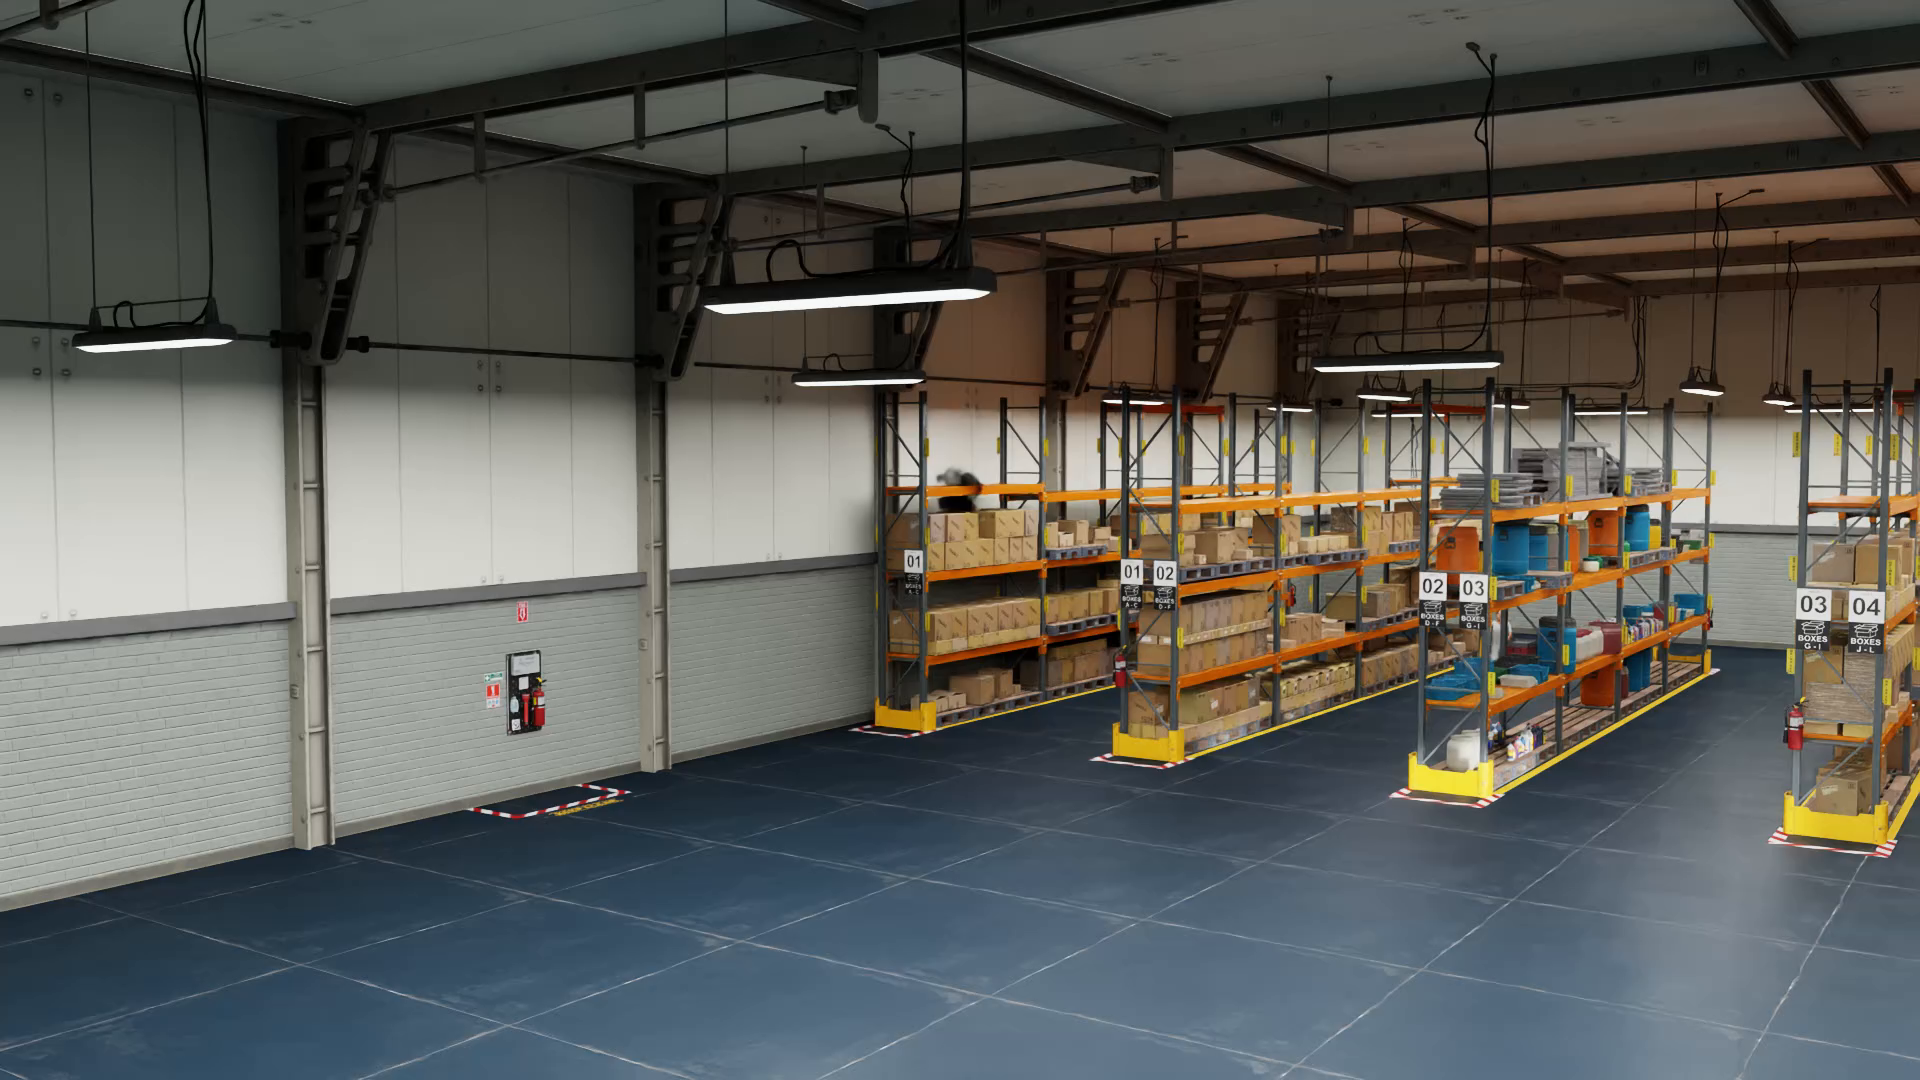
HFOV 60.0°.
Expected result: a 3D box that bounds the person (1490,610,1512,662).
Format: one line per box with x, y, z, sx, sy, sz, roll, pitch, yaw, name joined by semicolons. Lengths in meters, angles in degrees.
11.265;2.248;34.790;0.548;1.633;0.585;1;3;22;person
